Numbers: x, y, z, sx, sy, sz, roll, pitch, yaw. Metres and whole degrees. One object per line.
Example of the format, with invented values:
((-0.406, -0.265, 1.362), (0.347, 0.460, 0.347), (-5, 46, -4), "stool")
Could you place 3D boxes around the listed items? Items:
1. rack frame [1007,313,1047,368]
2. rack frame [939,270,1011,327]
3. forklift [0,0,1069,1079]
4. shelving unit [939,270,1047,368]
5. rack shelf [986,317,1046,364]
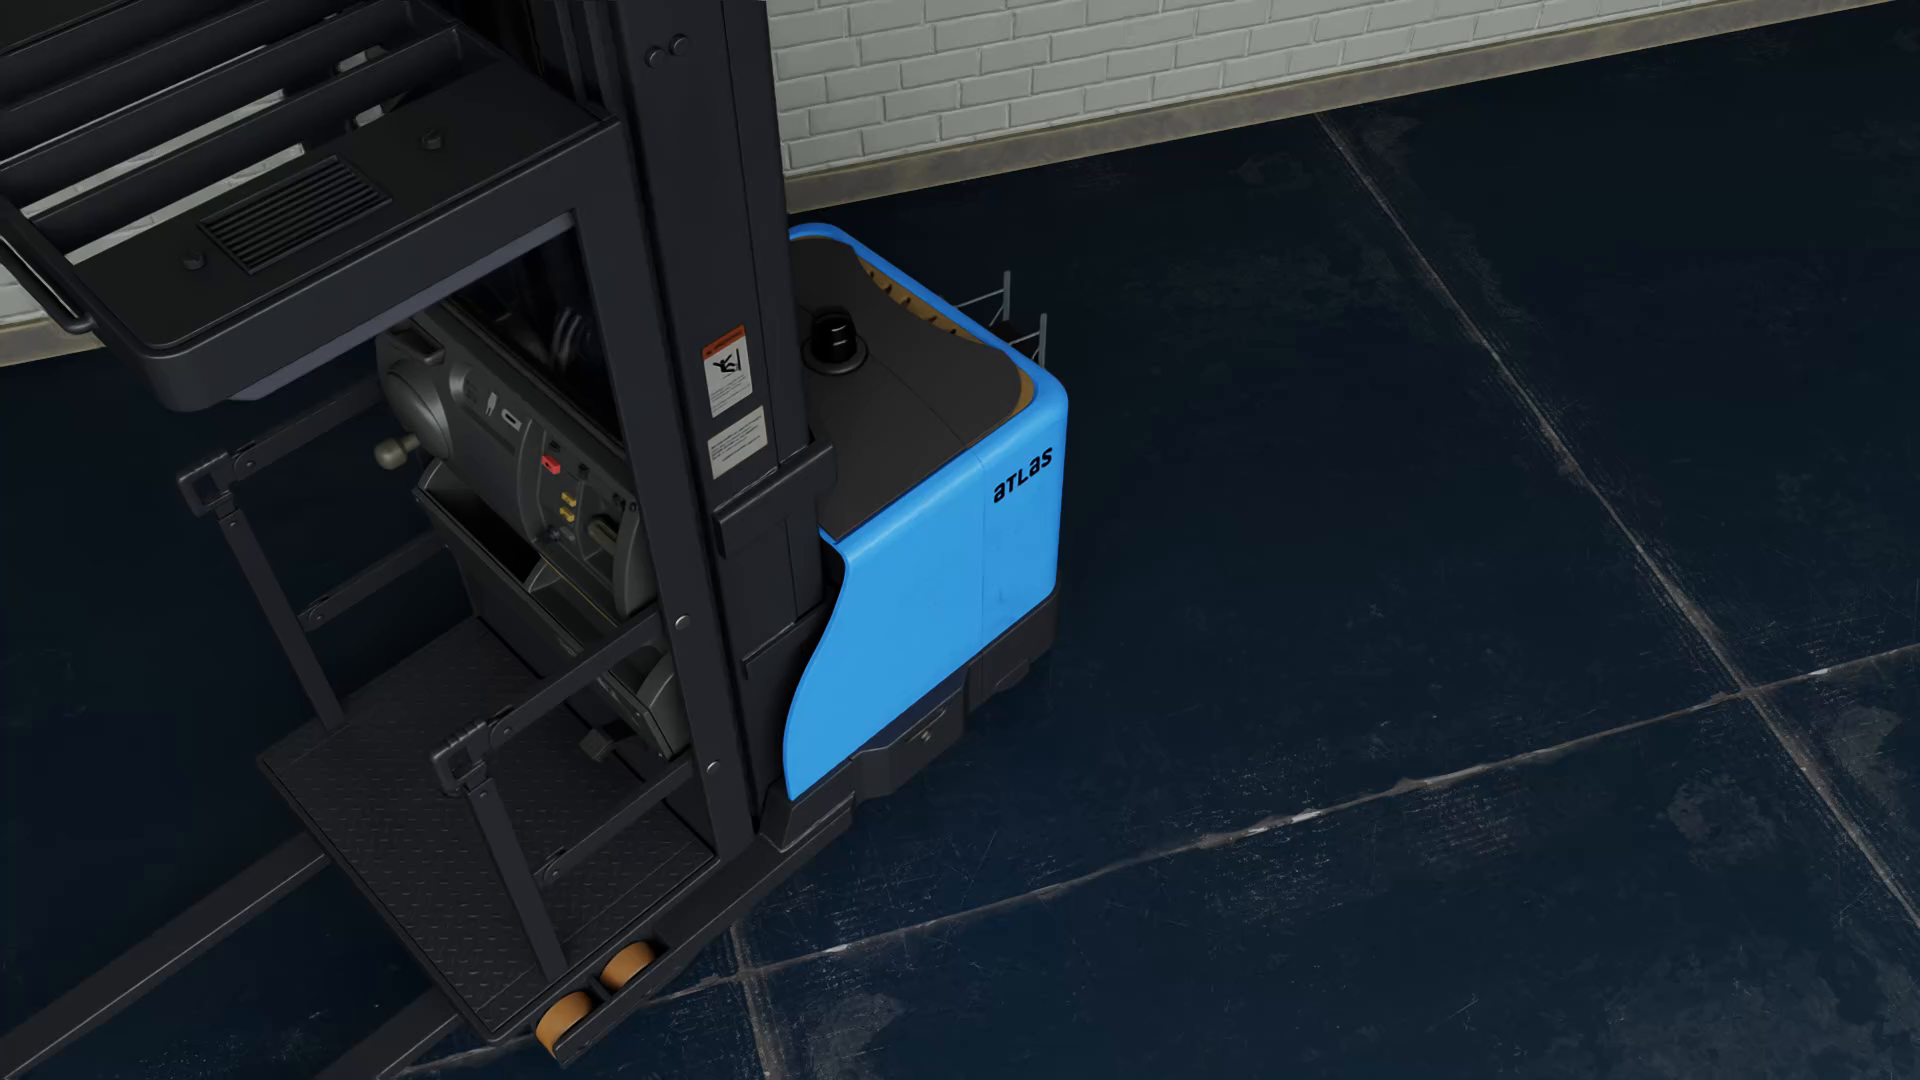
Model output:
((0.133, -0.293, 4.908), (0.240, 0.900, 0.006), (-23, 53, -18), "rack frame")
((0.036, -0.430, 5.023), (0.240, 0.900, 0.006), (-23, 53, -18), "rack frame")
((-1.114, -0.108, 3.424), (3.031, 2.935, 1.130), (-37, 59, -27), "forklift")
((0.084, -0.362, 4.966), (0.258, 0.900, 0.210), (-23, 53, -18), "shelving unit")
((0.085, -0.514, 4.785), (0.258, 0.077, 0.200), (-23, 53, -18), "rack shelf")
